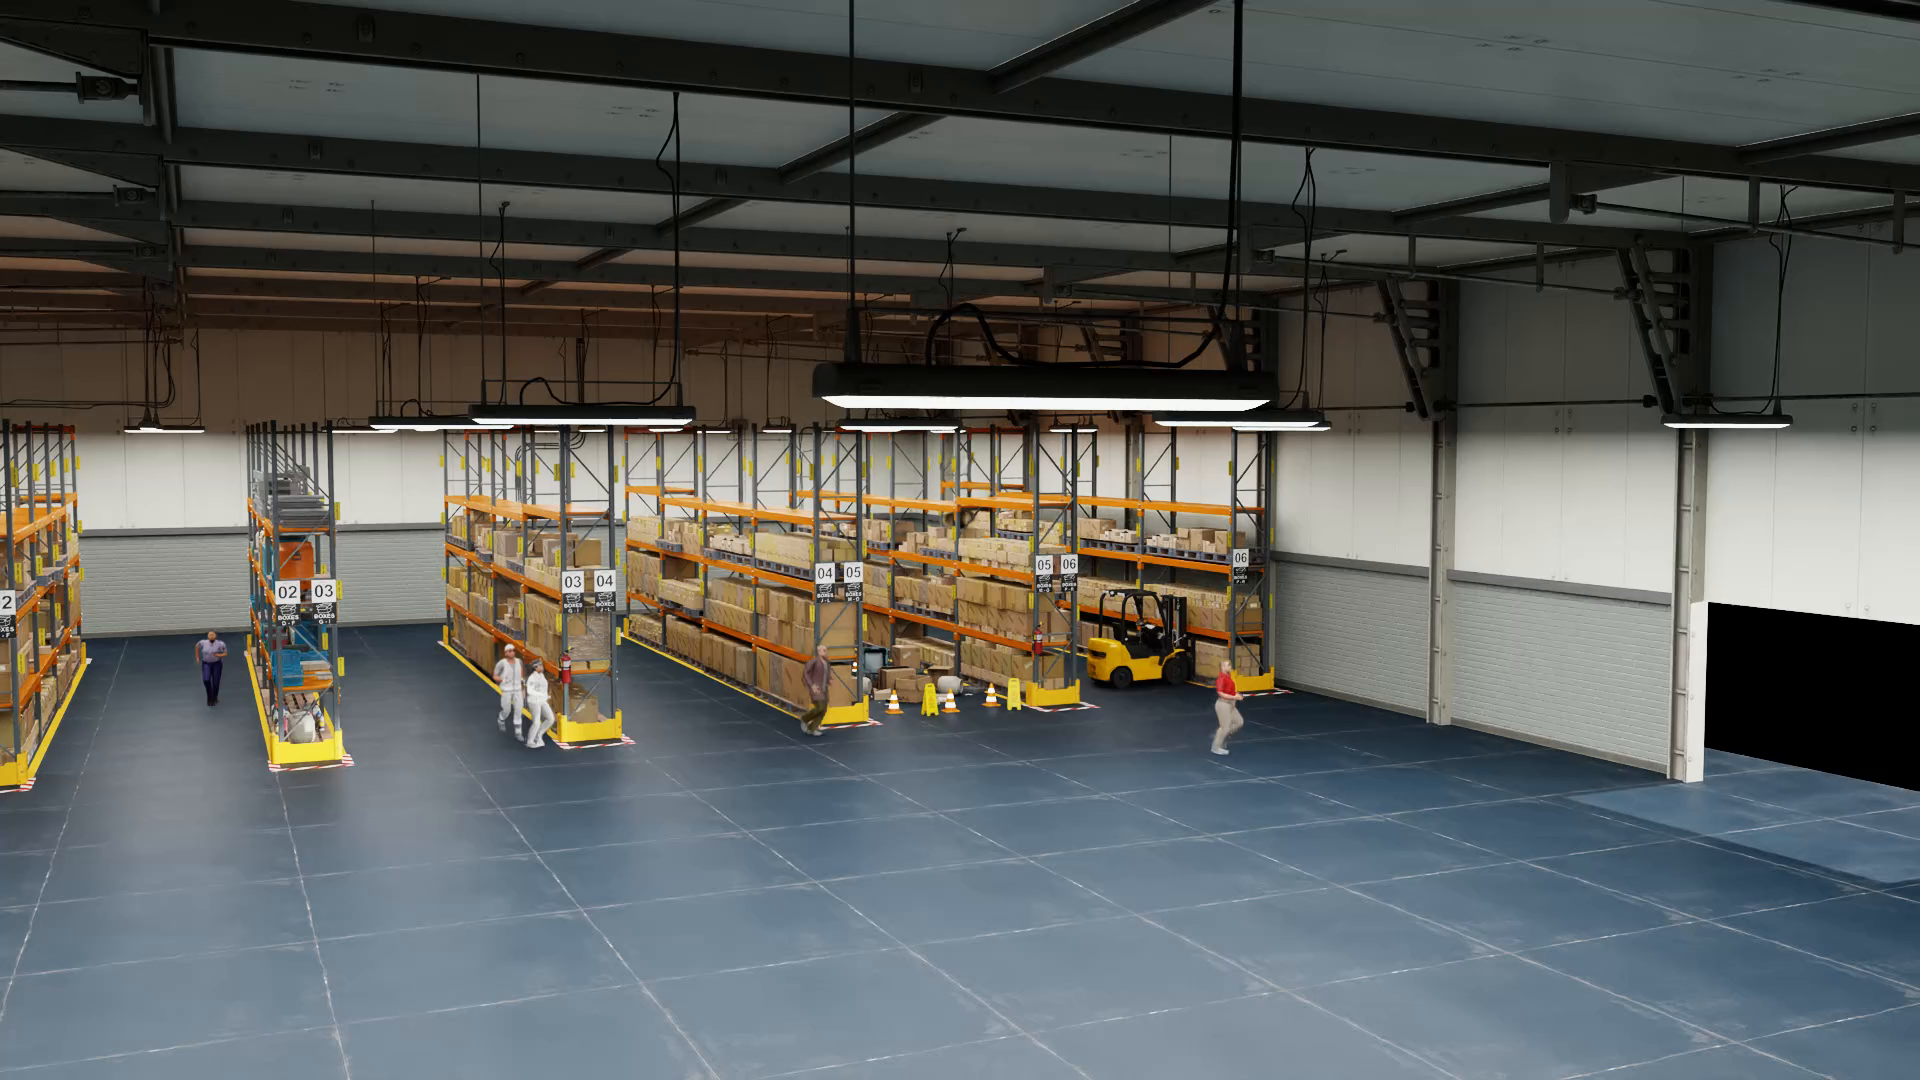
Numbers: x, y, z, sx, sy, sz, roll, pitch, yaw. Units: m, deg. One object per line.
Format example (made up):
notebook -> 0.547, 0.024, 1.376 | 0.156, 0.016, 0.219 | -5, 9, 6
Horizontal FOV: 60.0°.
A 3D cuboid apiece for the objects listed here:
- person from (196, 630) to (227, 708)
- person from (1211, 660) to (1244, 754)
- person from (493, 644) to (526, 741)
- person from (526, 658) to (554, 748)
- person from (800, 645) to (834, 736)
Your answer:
person -> -15.842, 2.707, 35.202 | 0.630, 1.644, 0.783 | -1, 4, -20
person -> 4.828, 3.004, 29.899 | 0.607, 1.688, 0.651 | 2, 4, 26
person -> -8.481, 2.853, 31.384 | 0.657, 1.791, 0.999 | -3, 4, -35
person -> -7.690, 2.980, 30.429 | 0.596, 1.663, 0.615 | 1, 4, 19
person -> -2.706, 2.873, 31.922 | 0.625, 1.721, 0.727 | 2, 4, 34
